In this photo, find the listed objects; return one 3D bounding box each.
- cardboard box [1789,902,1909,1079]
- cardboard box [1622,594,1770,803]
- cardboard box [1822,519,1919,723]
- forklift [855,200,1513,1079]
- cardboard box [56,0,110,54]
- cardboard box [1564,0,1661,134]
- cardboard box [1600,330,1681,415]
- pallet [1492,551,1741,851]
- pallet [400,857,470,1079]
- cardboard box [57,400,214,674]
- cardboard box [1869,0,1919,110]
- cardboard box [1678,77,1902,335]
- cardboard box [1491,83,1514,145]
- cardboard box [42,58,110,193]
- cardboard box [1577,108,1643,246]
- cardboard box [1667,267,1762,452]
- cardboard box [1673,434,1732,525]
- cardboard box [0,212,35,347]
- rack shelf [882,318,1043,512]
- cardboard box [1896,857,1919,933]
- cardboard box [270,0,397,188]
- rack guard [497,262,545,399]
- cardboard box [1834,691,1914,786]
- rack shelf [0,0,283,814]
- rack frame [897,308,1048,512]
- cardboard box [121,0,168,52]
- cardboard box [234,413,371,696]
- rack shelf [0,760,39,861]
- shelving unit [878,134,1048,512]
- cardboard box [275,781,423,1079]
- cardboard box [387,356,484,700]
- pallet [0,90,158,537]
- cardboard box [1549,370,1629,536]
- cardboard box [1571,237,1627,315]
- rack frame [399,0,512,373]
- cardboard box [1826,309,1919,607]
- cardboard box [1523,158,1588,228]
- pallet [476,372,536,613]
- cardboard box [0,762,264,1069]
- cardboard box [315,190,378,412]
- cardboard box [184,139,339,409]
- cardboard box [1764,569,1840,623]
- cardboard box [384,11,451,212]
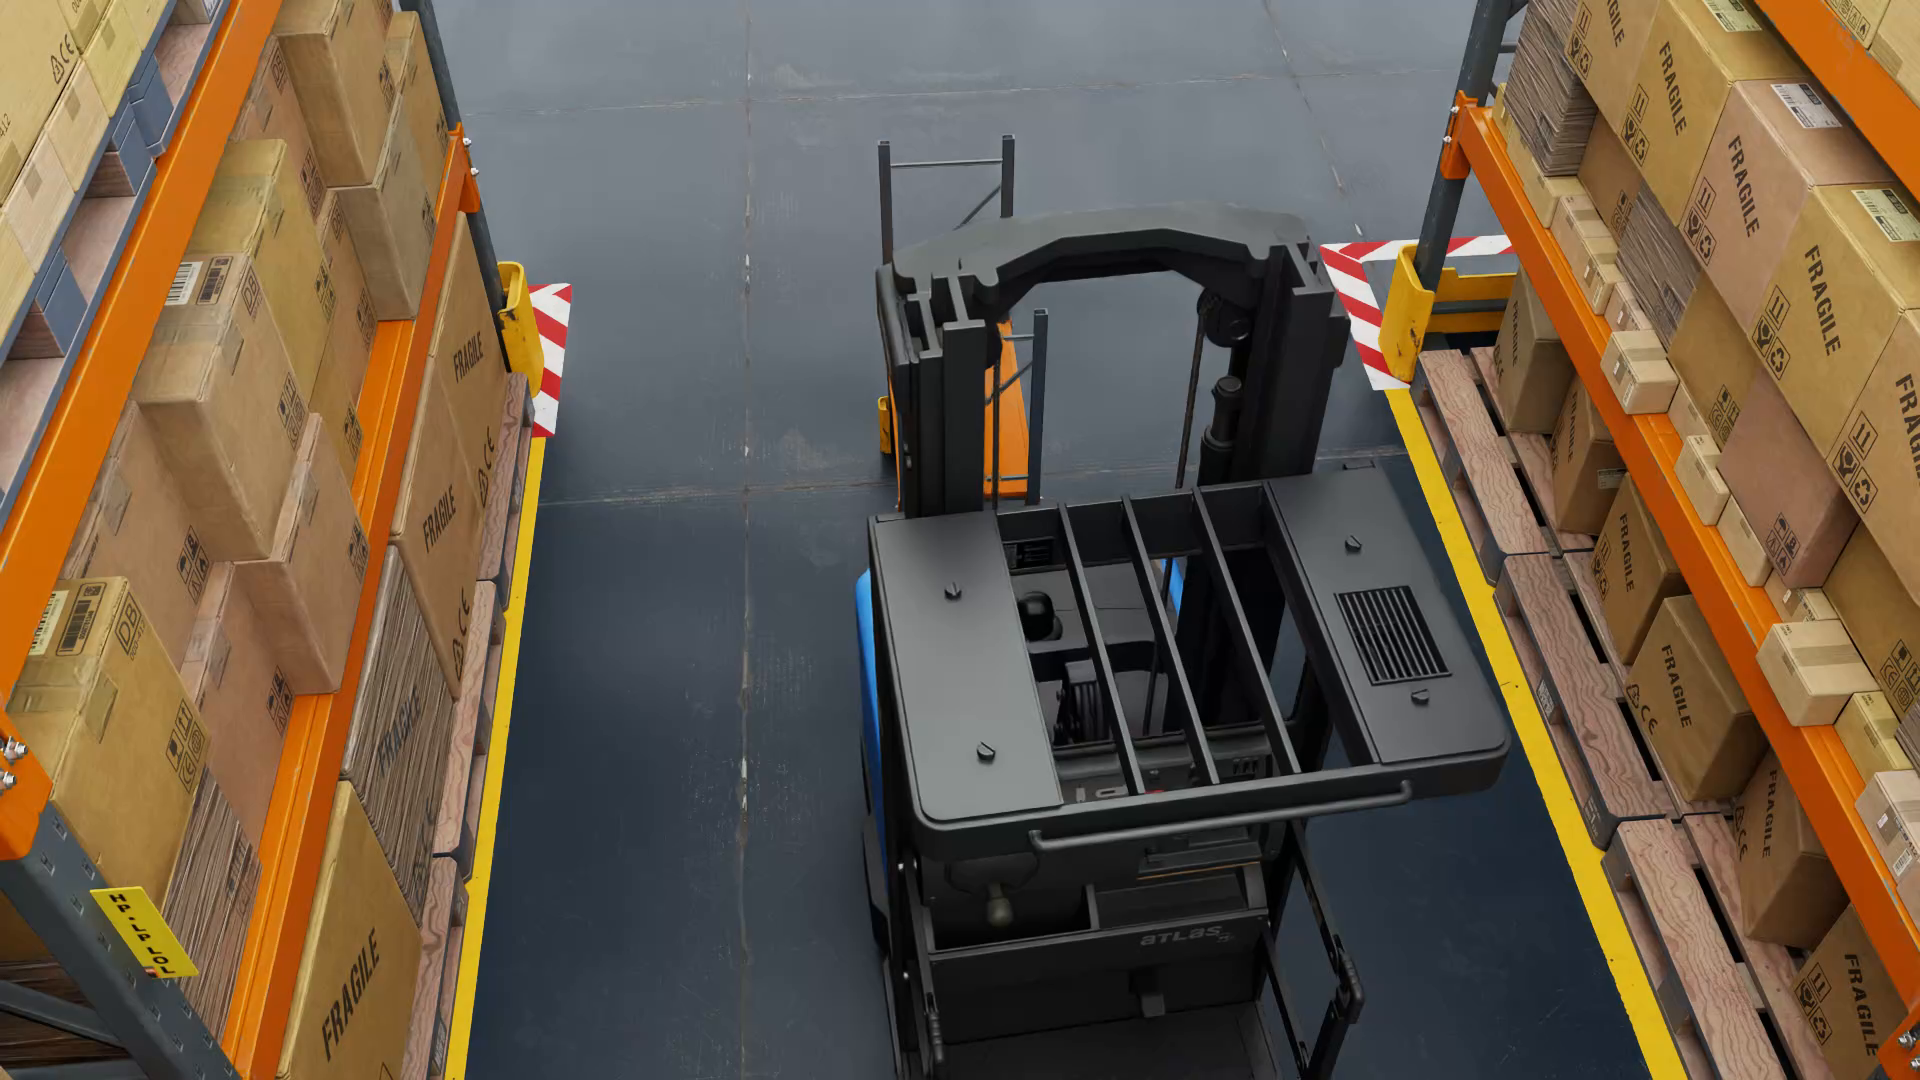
[{"bbox_3d":[2.840,1.369,4.820,0.500,0.500,0.500,-5,47,-5],"label":"cardboard box"},{"bbox_3d":[2.654,0.511,5.633,0.500,0.500,0.500,-7,47,-7],"label":"cardboard box"},{"bbox_3d":[2.851,0.116,4.301,0.875,0.500,0.500,-3,47,-3],"label":"cardboard box"},{"bbox_3d":[0.393,0.815,3.959,1.130,2.935,3.031,-6,47,-6],"label":"forklift"},{"bbox_3d":[-1.966,-1.188,3.283,0.500,0.250,0.500,-4,47,-4],"label":"cardboard box"},{"bbox_3d":[2.308,-1.652,5.286,0.500,0.500,0.500,-3,47,-3],"label":"cardboard box"},{"bbox_3d":[2.314,-0.550,5.378,0.380,0.149,0.250,-3,47,-3],"label":"cardboard box"},{"bbox_3d":[2.637,0.536,6.097,1.003,0.211,1.213,-3,47,-3],"label":"pallet"},{"bbox_3d":[-2.103,1.578,5.110,1.003,0.211,1.213,-3,47,-3],"label":"pallet"},{"bbox_3d":[-2.276,0.091,3.750,0.875,0.550,0.550,-3,47,-3],"label":"cardboard box"},{"bbox_3d":[2.454,-1.095,3.758,0.500,0.250,0.500,-4,47,-4],"label":"cardboard box"},{"bbox_3d":[2.399,-0.929,4.601,0.500,0.500,0.500,-3,47,-3],"label":"cardboard box"},{"bbox_3d":[2.285,-1.641,6.411,0.380,0.149,0.250,-3,47,-3],"label":"cardboard box"},{"bbox_3d":[-1.873,-0.783,3.174,0.380,0.149,0.250,-4,47,-4],"label":"cardboard box"},{"bbox_3d":[2.679,-1.331,5.671,0.875,0.500,0.500,-3,47,-3],"label":"cardboard box"},{"bbox_3d":[2.708,-0.604,4.982,0.875,0.500,0.500,-3,47,-3],"label":"cardboard box"},{"bbox_3d":[2.411,-0.192,5.039,0.380,0.149,0.250,-3,47,-3],"label":"cardboard box"},{"bbox_3d":[-1.833,-0.421,2.832,0.380,0.149,0.250,-3,47,-3],"label":"cardboard box"},{"bbox_3d":[-0.007,-0.454,6.395,0.538,0.185,1.000,-3,47,-3],"label":"rack shelf"},{"bbox_3d":[2.522,0.895,4.010,0.380,0.149,0.250,-3,47,-3],"label":"cardboard box"},{"bbox_3d":[-2.322,-1.480,5.238,0.875,0.550,0.550,-3,47,-3],"label":"cardboard box"},{"bbox_3d":[-2.455,-0.878,7.237,1.175,0.500,0.348,-3,47,-3],"label":"rack guard"},{"bbox_3d":[2.550,0.529,4.357,0.380,0.149,0.250,-3,47,-3],"label":"cardboard box"},{"bbox_3d":[-2.285,-1.057,4.115,1.077,0.370,4.000,-3,47,-3],"label":"rack shelf"},{"bbox_3d":[0.035,-0.210,5.916,0.500,1.500,0.032,-3,47,-3],"label":"rack frame"},{"bbox_3d":[-1.918,-1.155,3.527,0.380,0.149,0.250,-3,47,-3],"label":"cardboard box"},{"bbox_3d":[-2.157,0.062,4.522,0.875,0.550,0.550,-3,47,-3],"label":"cardboard box"},{"bbox_3d":[-1.950,1.837,1.374,1.077,0.370,4.000,-3,47,-3],"label":"rack shelf"},{"bbox_3d":[-0.006,-0.571,6.258,0.587,1.500,1.083,-3,47,-3],"label":"shelving unit"},{"bbox_3d":[-2.101,1.301,4.626,0.875,0.875,0.875,-3,47,-3],"label":"cardboard box"},{"bbox_3d":[-2.254,-0.011,5.868,0.875,0.875,0.875,-4,47,-4],"label":"cardboard box"},{"bbox_3d":[-2.176,-0.419,3.076,1.003,0.211,1.213,-3,47,-3],"label":"pallet"},{"bbox_3d":[2.618,-0.350,6.448,0.500,0.500,0.500,8,47,7],"label":"cardboard box"},{"bbox_3d":[2.348,-0.916,5.725,0.380,0.149,0.250,-3,47,-3],"label":"cardboard box"},{"bbox_3d":[-2.453,-1.720,6.313,1.000,3.000,0.127,-3,47,-3],"label":"rack frame"},{"bbox_3d":[2.478,-0.205,3.916,0.500,0.500,0.500,-3,47,-3],"label":"cardboard box"},{"bbox_3d":[2.293,-1.277,6.067,0.380,0.149,0.250,-3,47,-3],"label":"cardboard box"},{"bbox_3d":[-2.308,-0.187,6.782,1.003,0.211,1.213,-3,47,-3],"label":"pallet"},{"bbox_3d":[-2.160,0.856,3.770,0.875,0.550,0.550,-3,47,-3],"label":"cardboard box"},{"bbox_3d":[-2.387,-0.696,5.240,0.875,0.550,0.550,-3,47,-3],"label":"cardboard box"},{"bbox_3d":[-2.237,-0.691,4.491,0.875,0.550,0.500,-3,47,-3],"label":"cardboard box"},{"bbox_3d":[2.528,0.166,4.700,0.380,0.149,0.250,-3,47,-3],"label":"cardboard box"},{"bbox_3d":[-2.376,-1.506,6.007,0.875,0.550,0.550,-3,47,-3],"label":"cardboard box"}]
